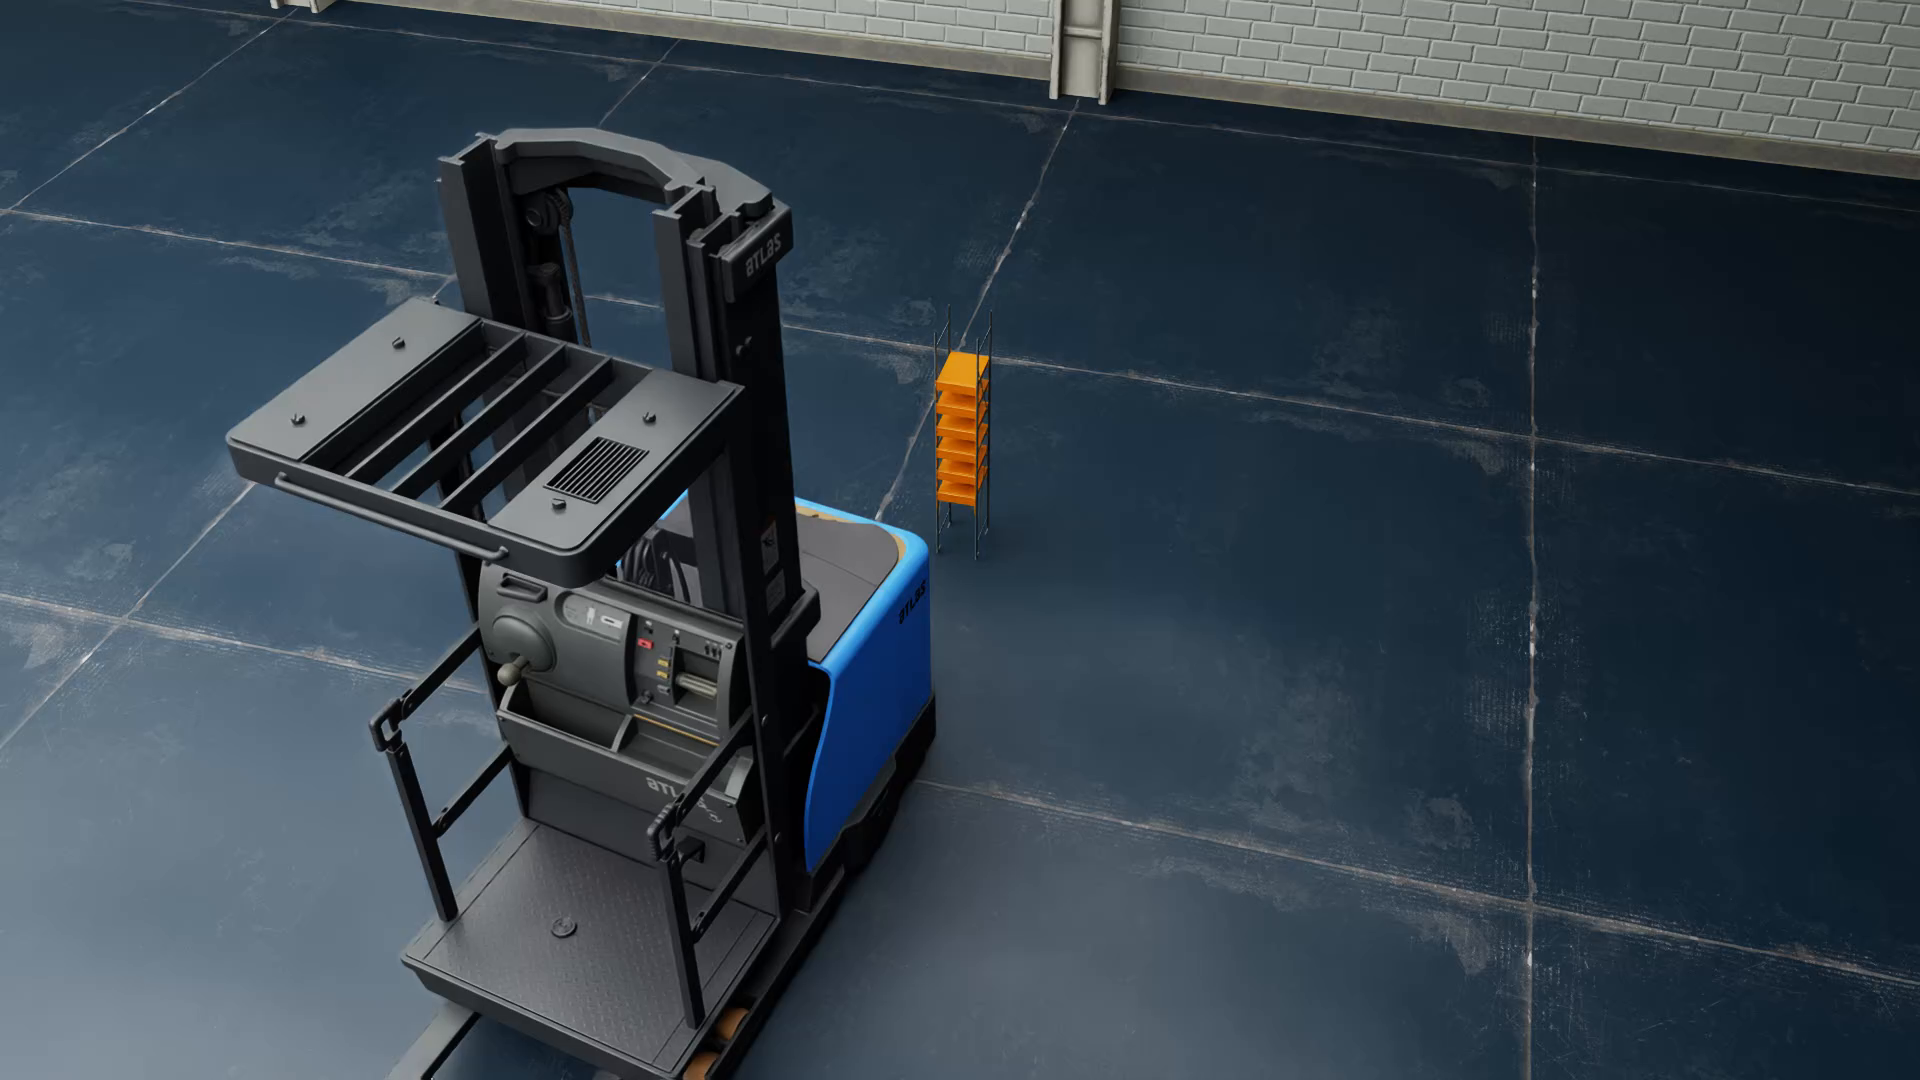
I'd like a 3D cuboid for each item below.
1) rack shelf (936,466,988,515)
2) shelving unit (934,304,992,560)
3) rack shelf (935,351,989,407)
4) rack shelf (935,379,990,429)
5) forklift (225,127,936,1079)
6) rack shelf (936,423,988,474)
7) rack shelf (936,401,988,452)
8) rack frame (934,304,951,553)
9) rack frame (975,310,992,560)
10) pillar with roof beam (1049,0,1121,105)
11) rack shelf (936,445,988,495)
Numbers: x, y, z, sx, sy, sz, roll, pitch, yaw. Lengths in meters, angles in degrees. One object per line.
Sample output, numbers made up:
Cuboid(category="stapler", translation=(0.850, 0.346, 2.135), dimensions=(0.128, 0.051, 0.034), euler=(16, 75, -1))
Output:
Cuboid(category="rack shelf", translation=(0.014, -0.239, 7.544), dimensions=(0.180, 0.103, 0.258), euler=(10, 41, 11))
Cuboid(category="shelving unit", translation=(0.014, -0.457, 7.361), dimensions=(0.189, 1.200, 0.258), euler=(10, 41, 11))
Cuboid(category="rack shelf", translation=(0.014, -0.699, 7.158), dimensions=(0.180, 0.103, 0.258), euler=(10, 41, 11))
Cuboid(category="rack shelf", translation=(0.014, -0.607, 7.236), dimensions=(0.180, 0.103, 0.258), euler=(10, 41, 11))
Cuboid(category="forklift", translation=(-1.182, 0.413, 4.979), dimensions=(1.130, 2.935, 3.031), euler=(17, 43, 19))
Cuboid(category="rack shelf", translation=(0.014, -0.423, 7.390), dimensions=(0.180, 0.103, 0.258), euler=(10, 41, 11))
Cuboid(category="rack shelf", translation=(0.014, -0.515, 7.313), dimensions=(0.180, 0.103, 0.258), euler=(10, 41, 11))
Cuboid(category="rack frame", translation=(-0.074, -0.472, 7.379), dimensions=(0.006, 1.200, 0.240), euler=(10, 41, 11))
Cuboid(category="rack frame", translation=(0.102, -0.442, 7.343), dimensions=(0.006, 1.200, 0.240), euler=(10, 41, 11))
Cuboid(category="pillar with roof beam", translation=(-0.273, -3.845, 5.331), dimensions=(0.400, 9.000, 9.100), euler=(10, 41, 11))
Cuboid(category="rack shelf", translation=(0.014, -0.331, 7.467), dimensions=(0.180, 0.103, 0.258), euler=(10, 41, 11))
